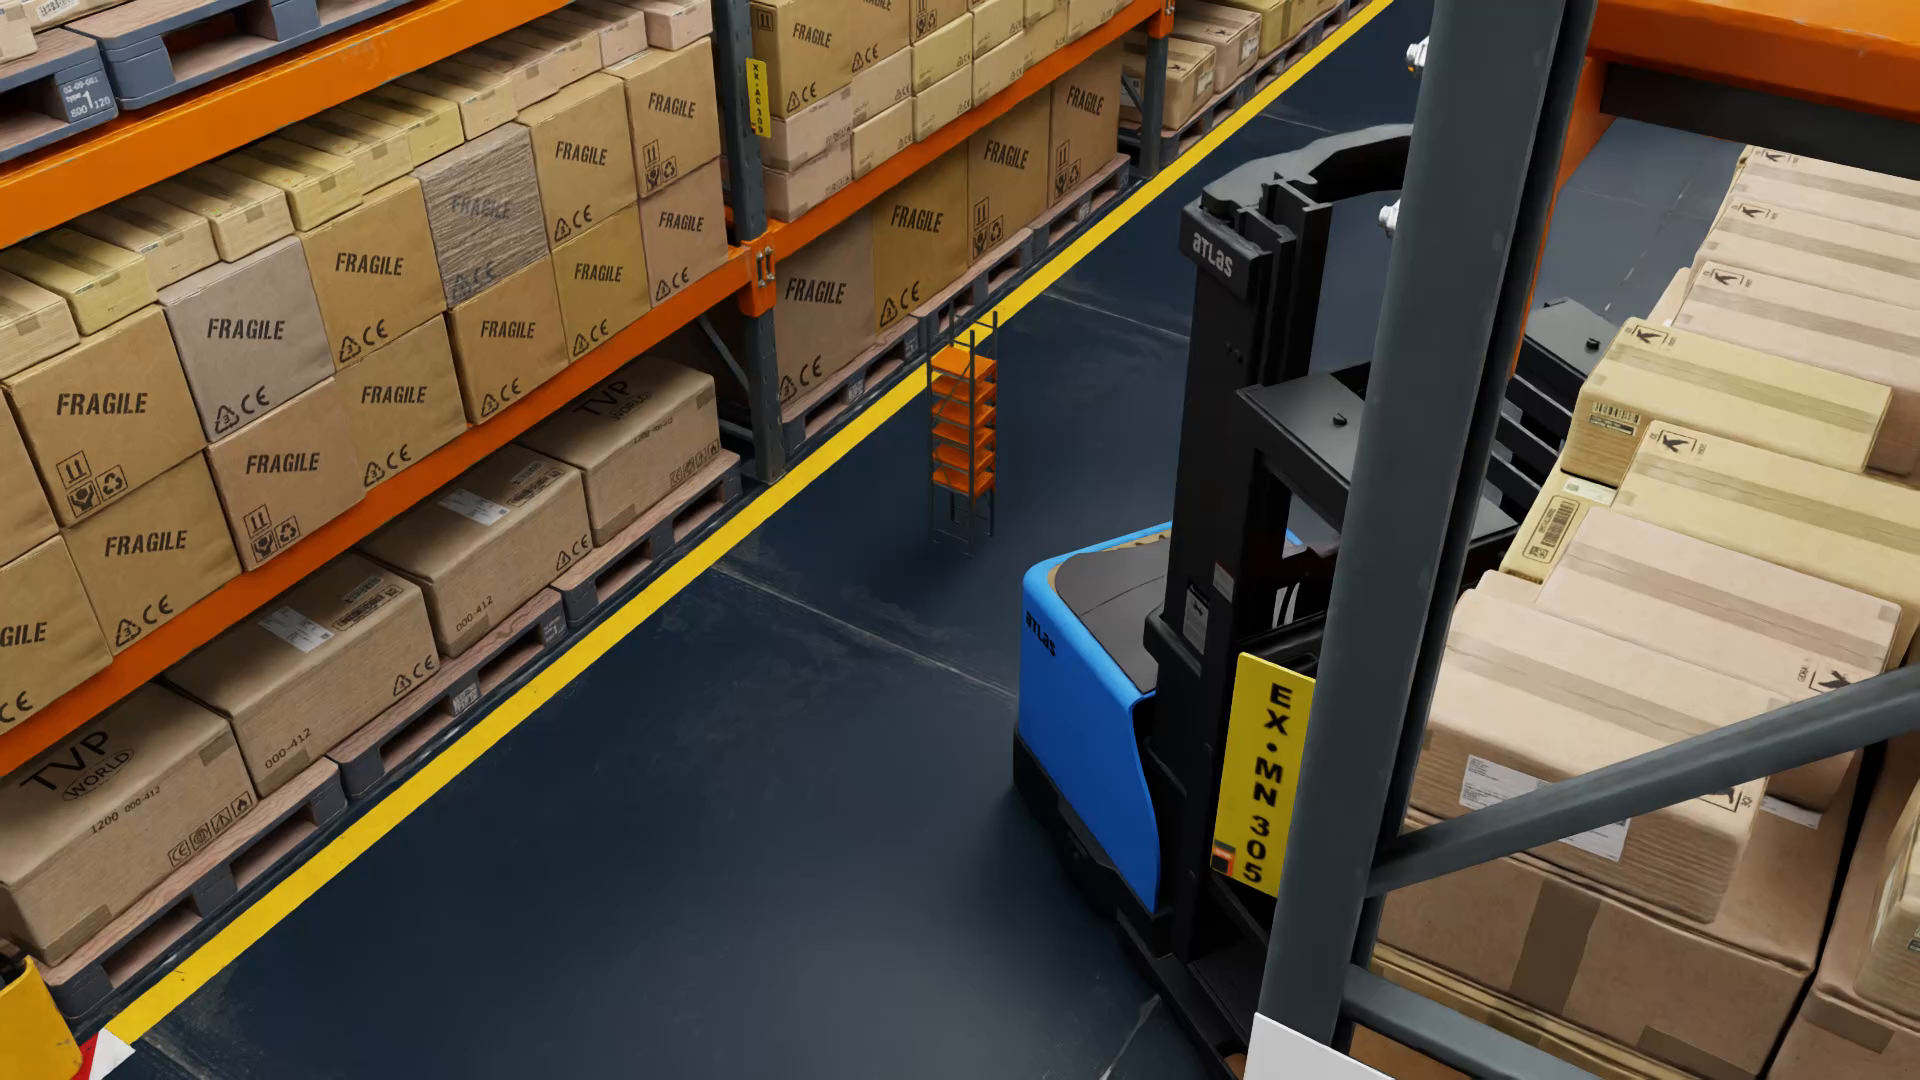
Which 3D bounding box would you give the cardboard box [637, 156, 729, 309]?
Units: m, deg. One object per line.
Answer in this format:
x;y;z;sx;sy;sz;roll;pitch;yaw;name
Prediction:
-1.338;-1.356;6.970;0.500;0.500;0.500;22;43;26;cardboard box

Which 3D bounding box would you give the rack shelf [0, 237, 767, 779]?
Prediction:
-2.377;-0.323;6.302;1.077;0.370;4.000;21;42;25;rack shelf

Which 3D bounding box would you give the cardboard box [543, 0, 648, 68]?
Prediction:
-1.435;-1.968;6.414;0.380;0.149;0.250;22;43;26;cardboard box

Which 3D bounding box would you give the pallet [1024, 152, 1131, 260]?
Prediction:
0.352;-2.215;10.451;1.003;0.211;1.213;21;42;25;pallet

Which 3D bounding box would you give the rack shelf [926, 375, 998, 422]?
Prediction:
0.008;-0.638;7.274;0.258;0.103;0.180;21;42;25;rack shelf

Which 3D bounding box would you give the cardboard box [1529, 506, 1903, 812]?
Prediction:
0.912;0.136;2.047;0.380;0.149;0.250;22;43;26;cardboard box

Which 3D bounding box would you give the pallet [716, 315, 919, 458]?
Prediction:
-0.956;-0.957;8.819;1.003;0.211;1.213;21;42;25;pallet

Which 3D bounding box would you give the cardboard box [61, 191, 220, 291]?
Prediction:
-2.486;-0.911;5.043;0.380;0.149;0.250;22;43;26;cardboard box

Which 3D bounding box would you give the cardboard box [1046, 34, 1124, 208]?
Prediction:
0.397;-2.697;10.188;0.875;0.875;0.875;21;42;25;cardboard box

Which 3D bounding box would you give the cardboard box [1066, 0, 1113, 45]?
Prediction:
0.525;-3.028;9.344;0.500;0.250;0.500;22;43;26;cardboard box

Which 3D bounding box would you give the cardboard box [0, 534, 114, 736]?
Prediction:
-2.949;0.230;4.913;0.500;0.500;0.500;21;42;25;cardboard box

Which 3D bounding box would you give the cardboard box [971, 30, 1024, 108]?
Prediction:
-0.007;-2.501;8.661;0.500;0.250;0.500;20;42;24;cardboard box

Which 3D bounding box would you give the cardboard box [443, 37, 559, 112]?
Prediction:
-1.697;-1.707;6.075;0.380;0.149;0.250;21;42;25;cardboard box

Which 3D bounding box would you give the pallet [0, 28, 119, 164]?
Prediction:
-3.060;-1.116;4.356;1.003;0.211;1.213;21;42;25;pallet

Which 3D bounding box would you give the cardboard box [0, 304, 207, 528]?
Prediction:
-2.680;-0.436;4.957;0.500;0.500;0.500;20;42;24;cardboard box

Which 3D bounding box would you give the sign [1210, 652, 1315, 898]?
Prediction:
0.328;0.259;1.775;0.100;0.325;0.005;21;42;25;sign

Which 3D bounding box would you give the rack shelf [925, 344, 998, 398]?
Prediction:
0.008;-0.733;7.201;0.258;0.103;0.180;21;42;25;rack shelf

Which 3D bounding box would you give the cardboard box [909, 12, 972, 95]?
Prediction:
-0.283;-2.442;8.174;0.500;0.250;0.500;22;43;26;cardboard box

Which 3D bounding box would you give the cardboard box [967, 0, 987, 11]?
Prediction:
-0.035;-3.005;8.291;0.500;0.500;0.500;20;42;24;cardboard box

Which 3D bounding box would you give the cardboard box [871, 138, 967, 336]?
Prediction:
-0.563;-1.778;8.996;0.875;0.875;0.875;22;43;26;cardboard box

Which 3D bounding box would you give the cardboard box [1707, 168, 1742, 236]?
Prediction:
1.647;-0.441;3.122;0.500;0.250;0.500;19;42;23;cardboard box

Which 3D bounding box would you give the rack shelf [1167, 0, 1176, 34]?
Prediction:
1.909;-4.447;11.652;1.077;0.370;4.000;21;42;25;rack shelf

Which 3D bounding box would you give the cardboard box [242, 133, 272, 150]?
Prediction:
-2.526;-1.475;5.774;0.380;0.149;0.250;21;42;25;cardboard box

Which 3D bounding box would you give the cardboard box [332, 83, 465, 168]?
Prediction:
-1.940;-1.430;5.717;0.380;0.149;0.250;20;42;24;cardboard box

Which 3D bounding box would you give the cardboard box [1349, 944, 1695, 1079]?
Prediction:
0.806;0.540;2.258;0.500;0.250;0.500;20;42;24;cardboard box

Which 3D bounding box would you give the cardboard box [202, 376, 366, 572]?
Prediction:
-2.414;-0.297;5.596;0.500;0.500;0.500;21;42;25;cardboard box

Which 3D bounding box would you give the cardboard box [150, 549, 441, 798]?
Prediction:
-2.696;0.424;6.498;0.875;0.438;0.875;22;43;26;cardboard box

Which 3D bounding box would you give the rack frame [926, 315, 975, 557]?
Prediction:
-0.041;-0.435;7.332;0.240;1.200;0.006;21;42;25;rack frame

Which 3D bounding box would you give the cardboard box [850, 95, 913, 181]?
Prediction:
-0.571;-1.988;7.994;0.500;0.250;0.500;20;42;24;cardboard box

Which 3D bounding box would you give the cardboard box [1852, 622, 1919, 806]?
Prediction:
1.519;0.253;2.222;0.500;0.250;0.500;21;42;25;cardboard box

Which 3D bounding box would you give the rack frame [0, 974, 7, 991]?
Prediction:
-3.448;0.423;4.745;1.000;3.000;0.127;21;42;25;rack frame

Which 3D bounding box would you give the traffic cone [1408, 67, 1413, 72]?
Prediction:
3.498;-3.662;12.121;0.336;0.463;0.334;21;42;25;traffic cone

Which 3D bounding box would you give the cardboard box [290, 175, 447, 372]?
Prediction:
-2.144;-0.961;5.639;0.500;0.500;0.500;21;42;25;cardboard box

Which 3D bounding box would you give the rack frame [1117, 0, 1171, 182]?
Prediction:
0.838;-3.701;10.094;1.000;3.000;0.127;21;42;25;rack frame

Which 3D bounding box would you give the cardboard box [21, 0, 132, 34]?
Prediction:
-2.604;-1.691;4.677;0.500;0.311;0.500;22;43;26;cardboard box

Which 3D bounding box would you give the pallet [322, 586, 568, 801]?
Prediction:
-2.432;0.463;6.976;1.003;0.211;1.213;21;42;25;pallet

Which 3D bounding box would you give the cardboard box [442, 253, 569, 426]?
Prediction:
-1.866;-0.825;6.282;0.500;0.500;0.500;21;42;24;cardboard box

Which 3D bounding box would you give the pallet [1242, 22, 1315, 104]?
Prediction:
1.912;-3.626;12.280;1.003;0.211;1.213;21;42;25;pallet

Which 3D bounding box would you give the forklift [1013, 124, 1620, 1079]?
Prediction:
1.308;0.460;4.753;1.130;2.935;3.031;-17;41;-20;forklift

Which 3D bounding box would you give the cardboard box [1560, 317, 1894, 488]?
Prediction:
1.117;-0.161;2.432;0.380;0.149;0.250;22;43;26;cardboard box

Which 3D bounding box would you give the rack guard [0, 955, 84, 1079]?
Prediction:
-3.461;1.425;5.492;1.175;0.500;0.348;21;42;25;rack guard

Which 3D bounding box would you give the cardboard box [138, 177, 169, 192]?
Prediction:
-2.788;-1.196;5.412;0.380;0.149;0.250;22;43;26;cardboard box

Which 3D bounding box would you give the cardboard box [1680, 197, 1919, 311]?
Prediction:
1.428;-0.412;2.757;0.380;0.149;0.250;22;43;26;cardboard box

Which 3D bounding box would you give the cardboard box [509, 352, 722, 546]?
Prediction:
-1.732;-0.502;7.699;0.875;0.438;0.875;21;42;24;cardboard box

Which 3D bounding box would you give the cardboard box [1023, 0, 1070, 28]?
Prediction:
0.264;-2.971;8.860;0.500;0.250;0.500;20;42;24;cardboard box

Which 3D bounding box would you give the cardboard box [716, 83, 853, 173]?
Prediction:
-0.832;-1.912;7.487;0.500;0.250;0.500;20;42;24;cardboard box

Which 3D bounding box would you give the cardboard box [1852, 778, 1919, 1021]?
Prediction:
1.151;0.413;1.687;0.380;0.149;0.250;21;42;25;cardboard box

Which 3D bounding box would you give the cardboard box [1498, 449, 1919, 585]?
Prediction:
1.090;0.079;2.448;0.500;0.250;0.500;20;42;24;cardboard box

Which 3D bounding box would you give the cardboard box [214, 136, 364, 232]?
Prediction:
-2.158;-1.148;5.350;0.380;0.149;0.250;20;42;24;cardboard box

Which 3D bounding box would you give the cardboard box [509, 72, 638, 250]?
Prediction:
-1.604;-1.482;6.315;0.500;0.500;0.500;21;42;24;cardboard box

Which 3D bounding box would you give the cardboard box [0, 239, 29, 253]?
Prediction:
-3.073;-0.936;5.075;0.380;0.149;0.250;22;43;26;cardboard box

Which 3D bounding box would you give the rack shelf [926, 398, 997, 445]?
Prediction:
0.008;-0.543;7.347;0.258;0.103;0.180;21;42;25;rack shelf

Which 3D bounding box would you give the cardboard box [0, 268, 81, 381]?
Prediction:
-2.708;-0.617;4.661;0.380;0.149;0.250;23;43;26;cardboard box

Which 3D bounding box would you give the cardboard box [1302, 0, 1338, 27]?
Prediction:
2.319;-4.246;12.609;0.950;0.372;0.625;24;44;28;cardboard box

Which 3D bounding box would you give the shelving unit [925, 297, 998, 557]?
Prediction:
0.008;-0.483;7.393;0.258;1.200;0.189;21;42;25;shelving unit

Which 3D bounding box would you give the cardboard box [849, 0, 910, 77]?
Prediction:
-0.578;-2.479;7.608;0.500;0.500;0.500;21;42;25;cardboard box

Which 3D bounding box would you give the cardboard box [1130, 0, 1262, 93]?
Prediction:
1.537;-3.498;11.639;0.950;0.372;0.625;20;42;24;cardboard box
